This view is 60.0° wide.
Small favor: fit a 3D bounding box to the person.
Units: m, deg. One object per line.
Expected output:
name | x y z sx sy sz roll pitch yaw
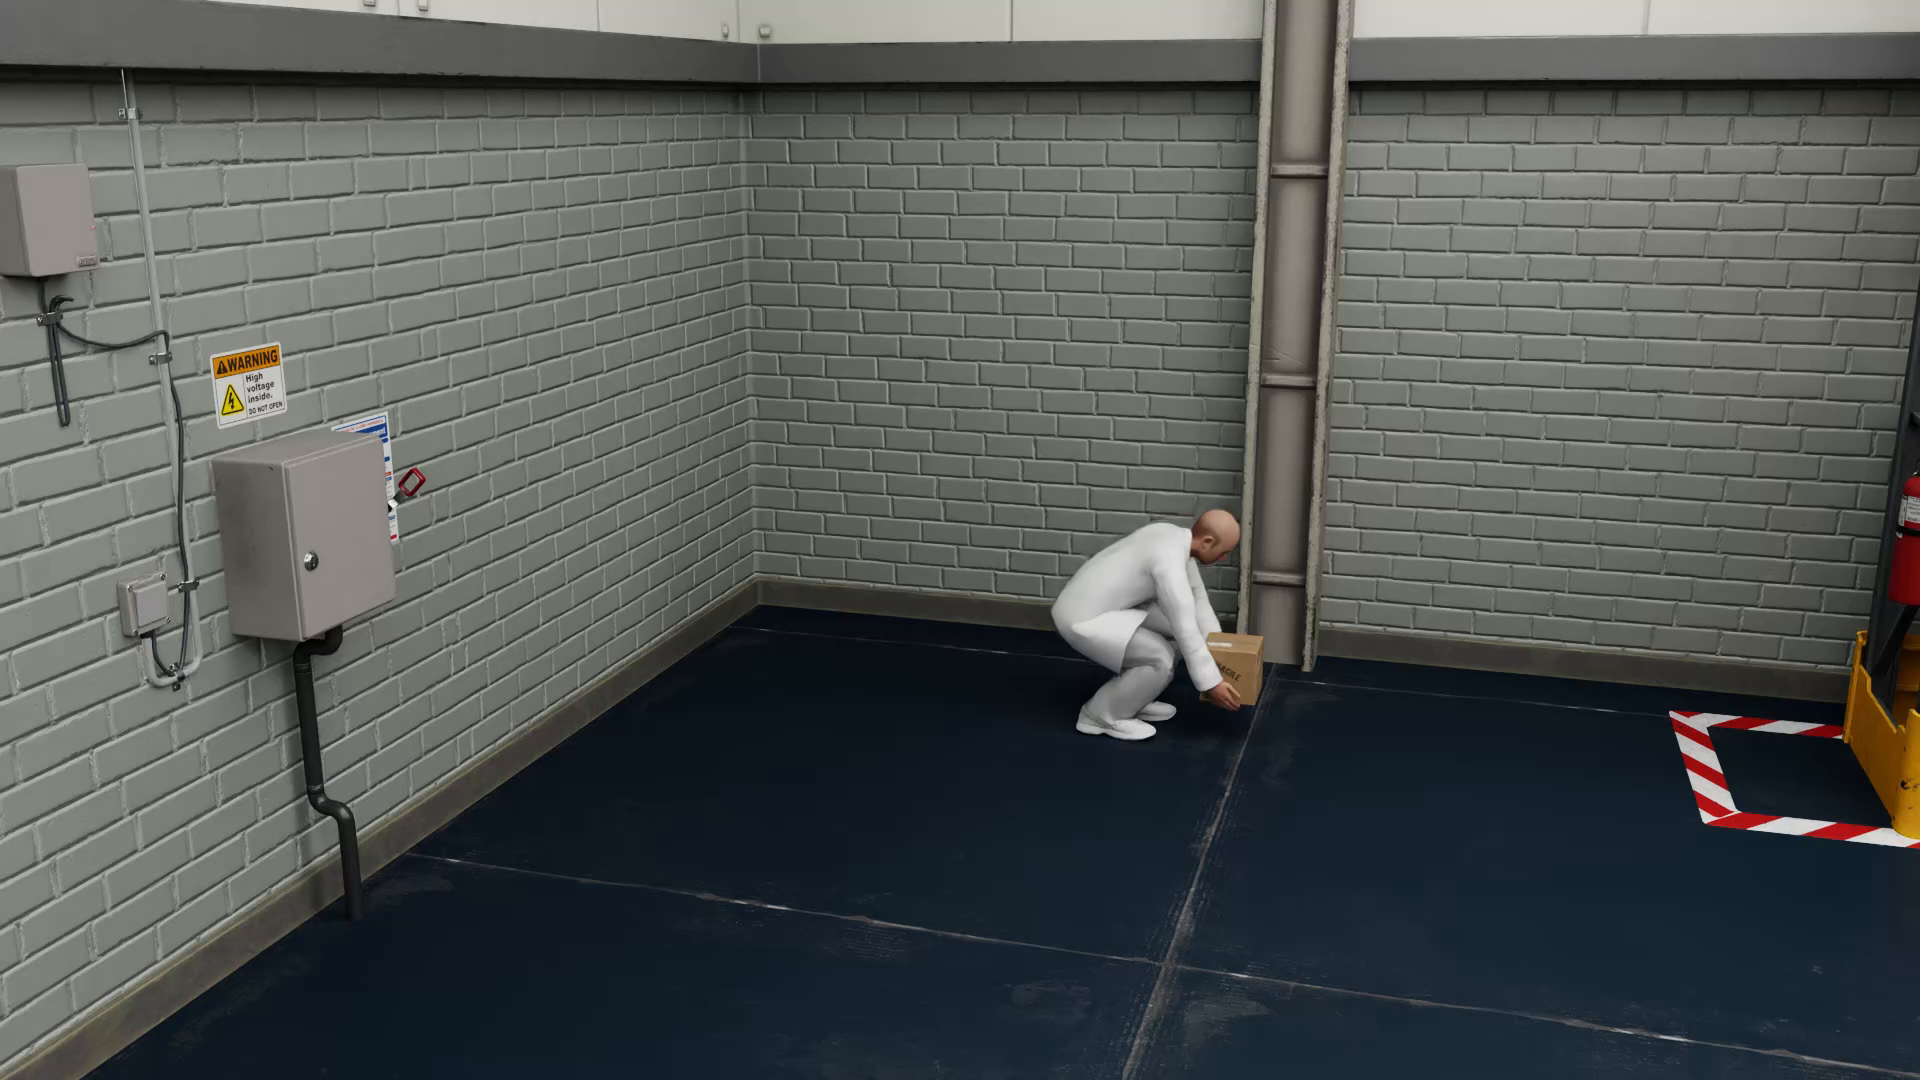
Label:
person | 0.871 0.362 7.611 0.895 1.046 0.612 4 15 16
